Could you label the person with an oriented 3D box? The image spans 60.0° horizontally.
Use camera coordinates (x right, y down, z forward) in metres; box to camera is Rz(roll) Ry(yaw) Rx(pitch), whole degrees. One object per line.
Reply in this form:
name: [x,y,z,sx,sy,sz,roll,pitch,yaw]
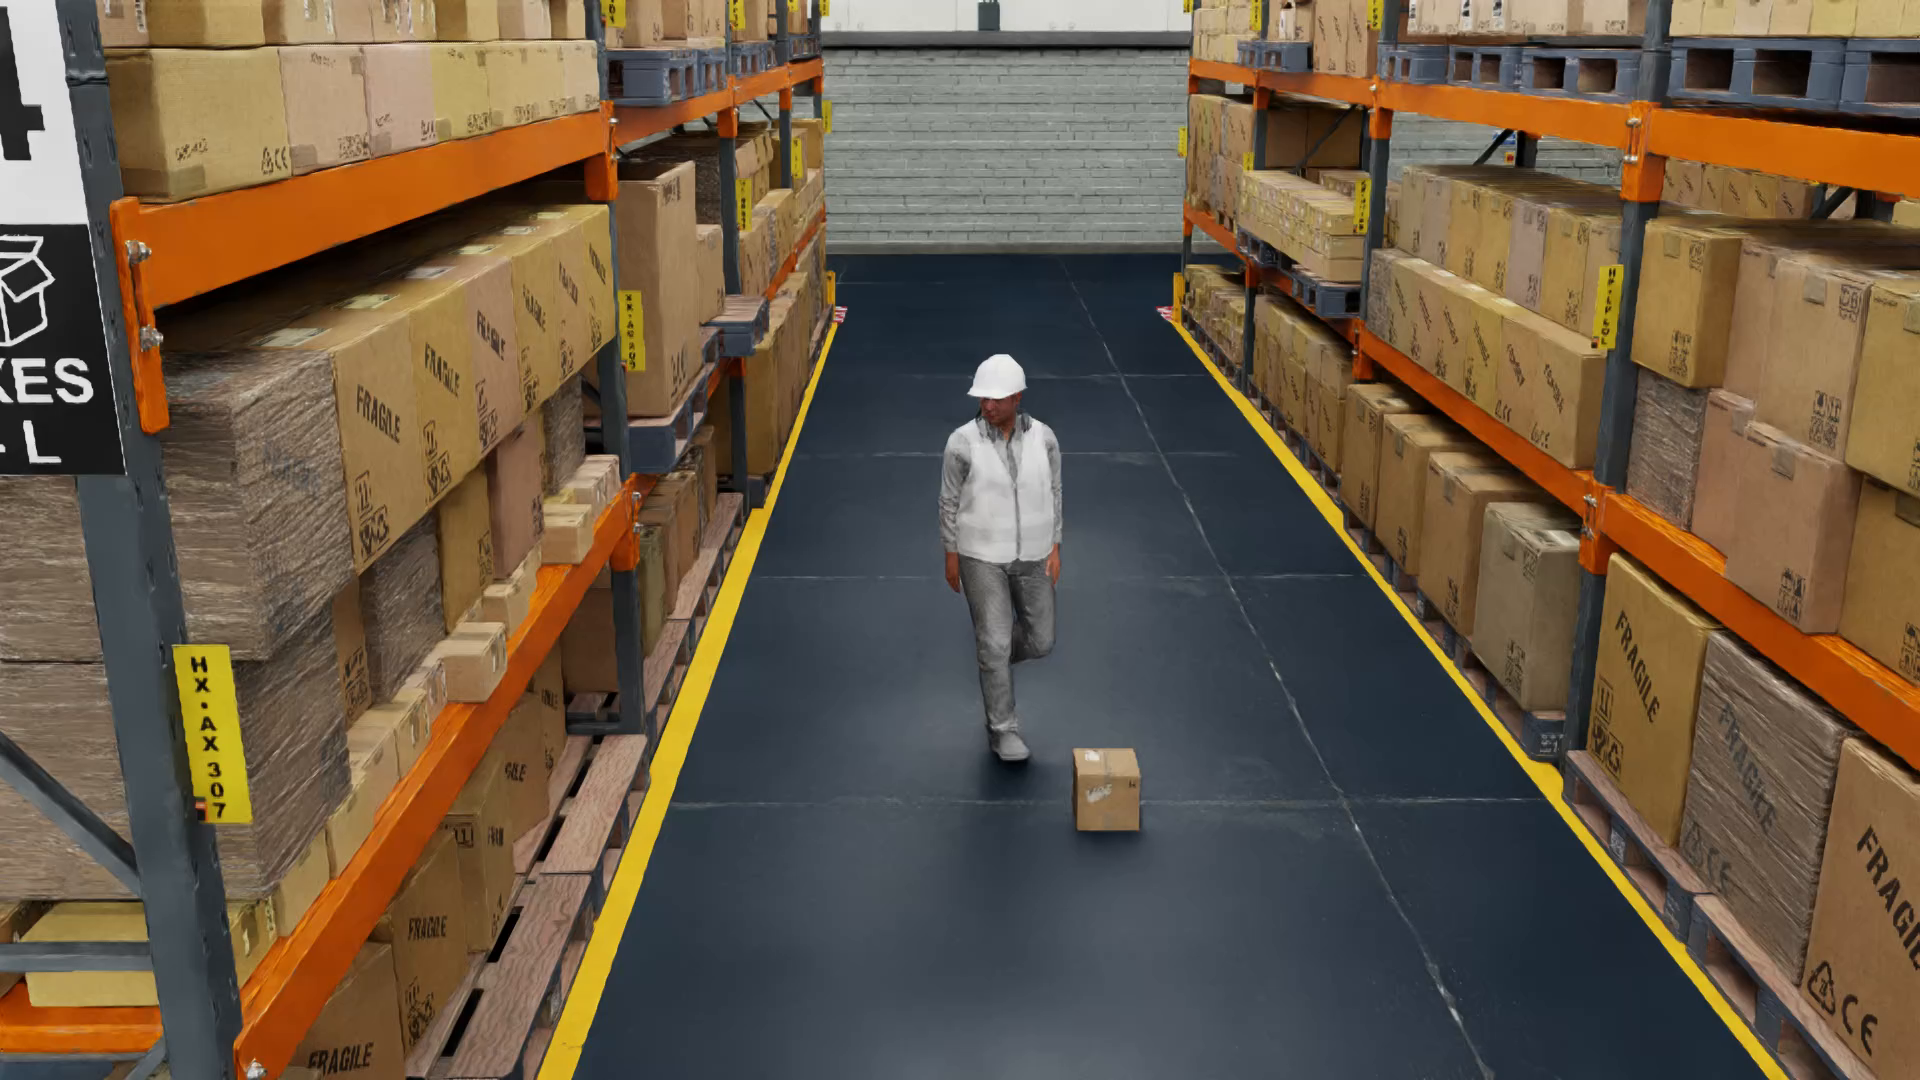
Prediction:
person: [0.188,0.049,7.342,0.544,1.766,0.803,-6,18,-18]
